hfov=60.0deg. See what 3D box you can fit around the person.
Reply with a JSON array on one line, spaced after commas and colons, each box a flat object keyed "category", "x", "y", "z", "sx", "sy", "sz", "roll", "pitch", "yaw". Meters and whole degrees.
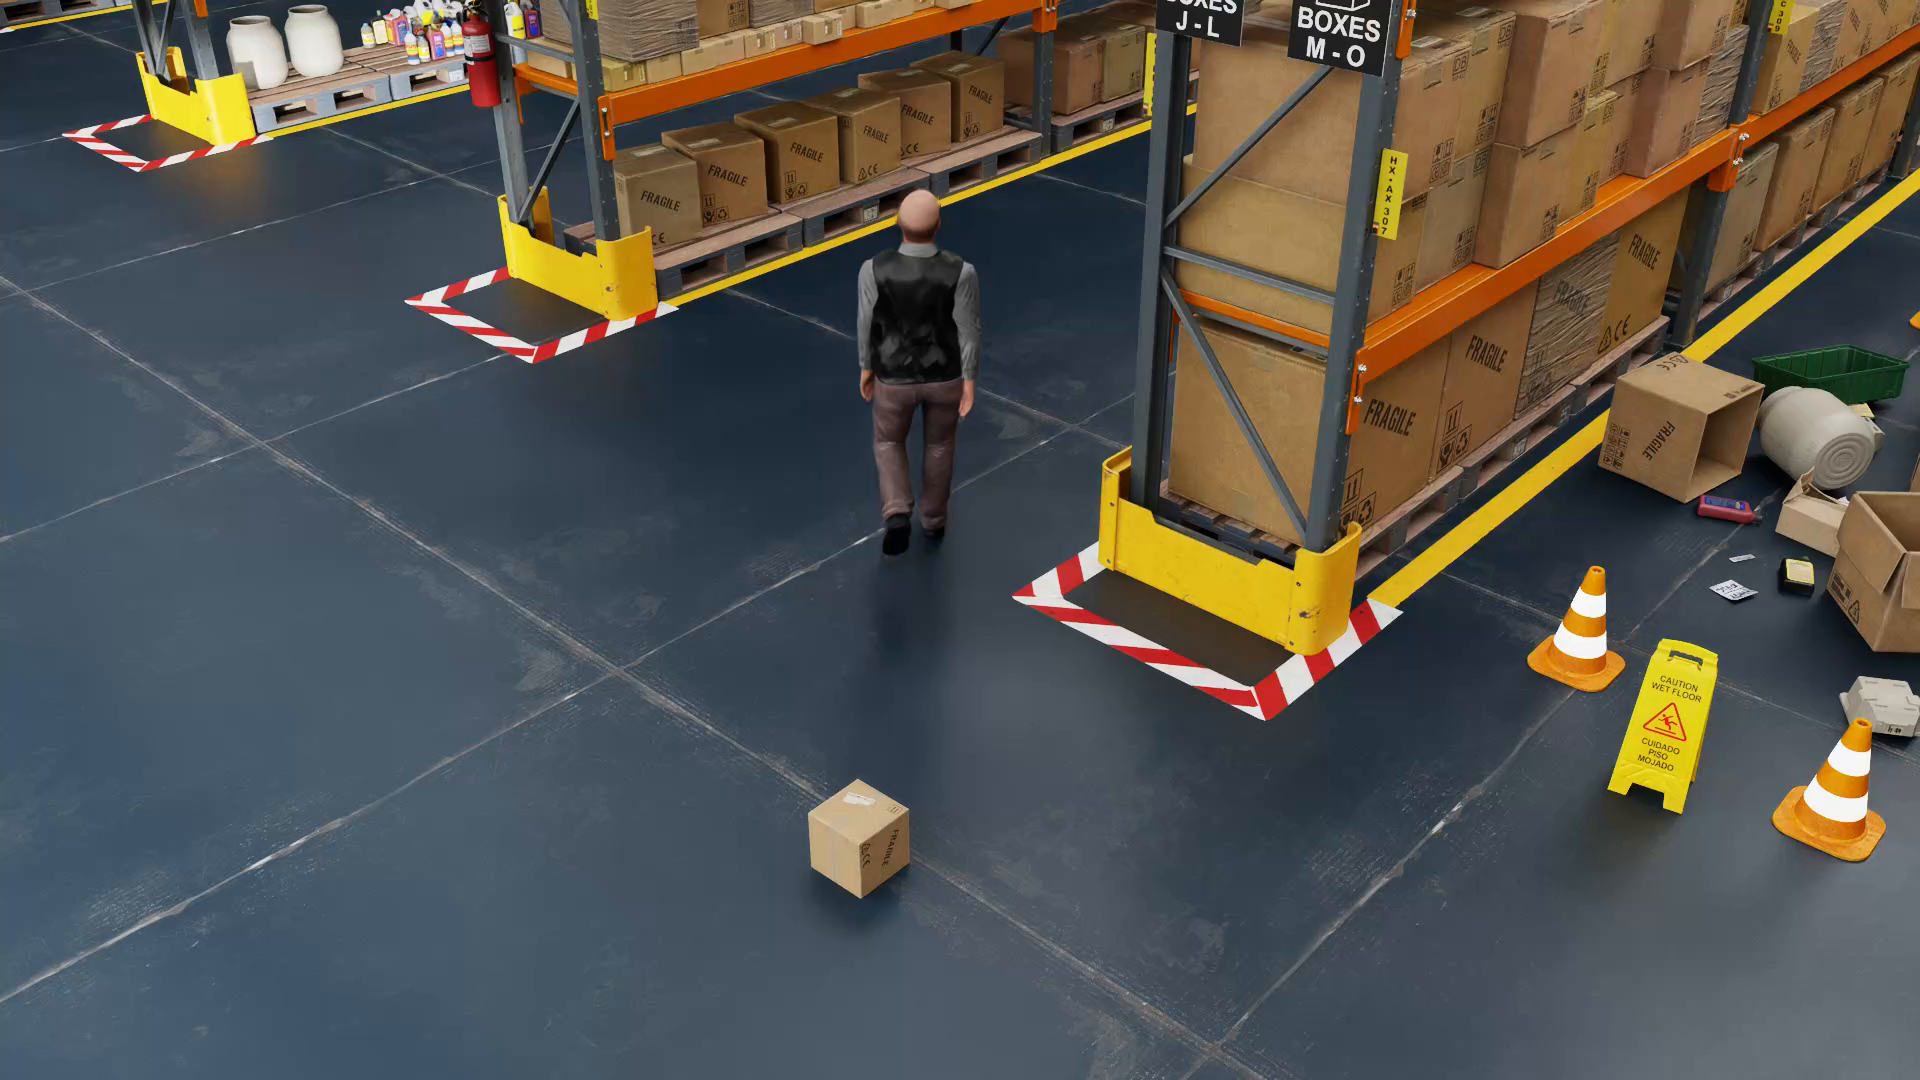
[{"category": "person", "x": -0.178, "y": -0.732, "z": 7.281, "sx": 0.534, "sy": 1.648, "sz": 0.678, "roll": -2, "pitch": 31, "yaw": -3}]
